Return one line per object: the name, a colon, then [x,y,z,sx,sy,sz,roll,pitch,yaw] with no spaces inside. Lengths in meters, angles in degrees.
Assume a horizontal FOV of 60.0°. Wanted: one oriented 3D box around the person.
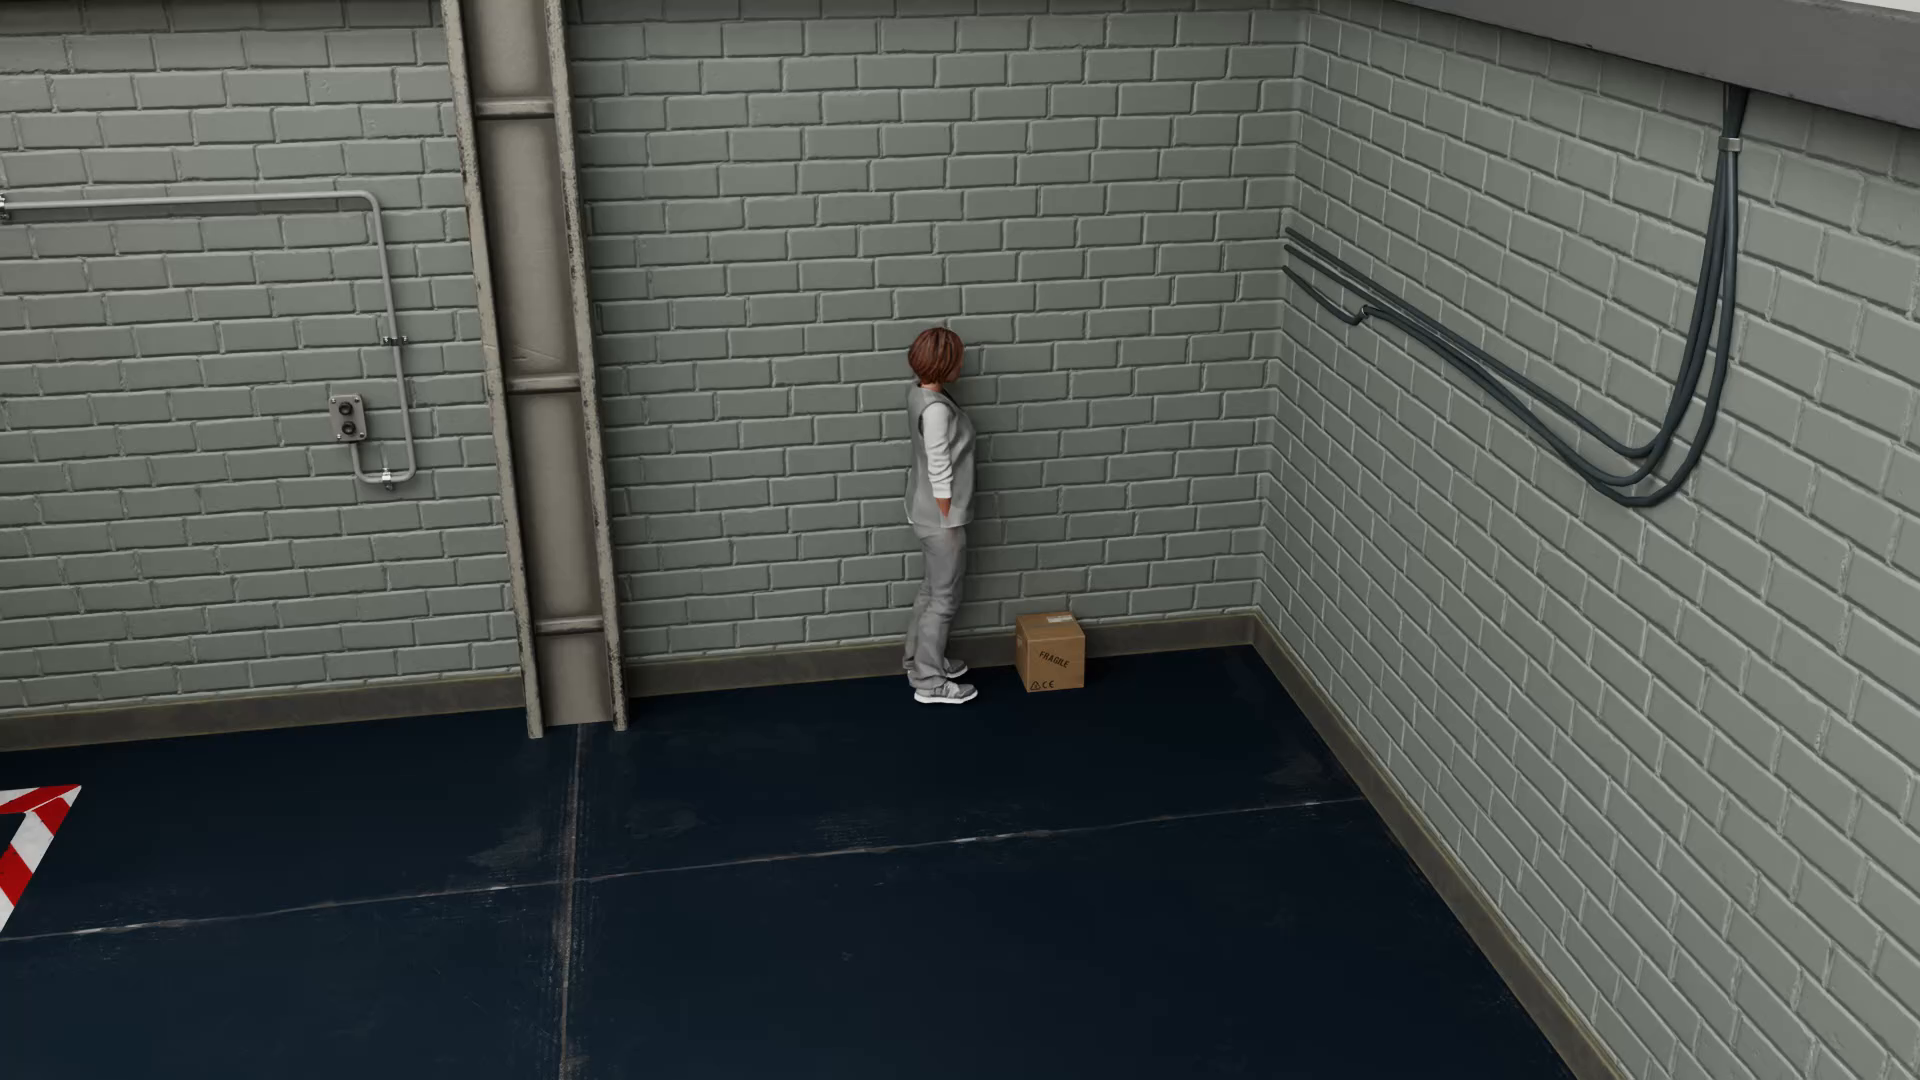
person: [-0.088,-0.103,6.852,0.309,1.594,0.406,-4,24,-8]
